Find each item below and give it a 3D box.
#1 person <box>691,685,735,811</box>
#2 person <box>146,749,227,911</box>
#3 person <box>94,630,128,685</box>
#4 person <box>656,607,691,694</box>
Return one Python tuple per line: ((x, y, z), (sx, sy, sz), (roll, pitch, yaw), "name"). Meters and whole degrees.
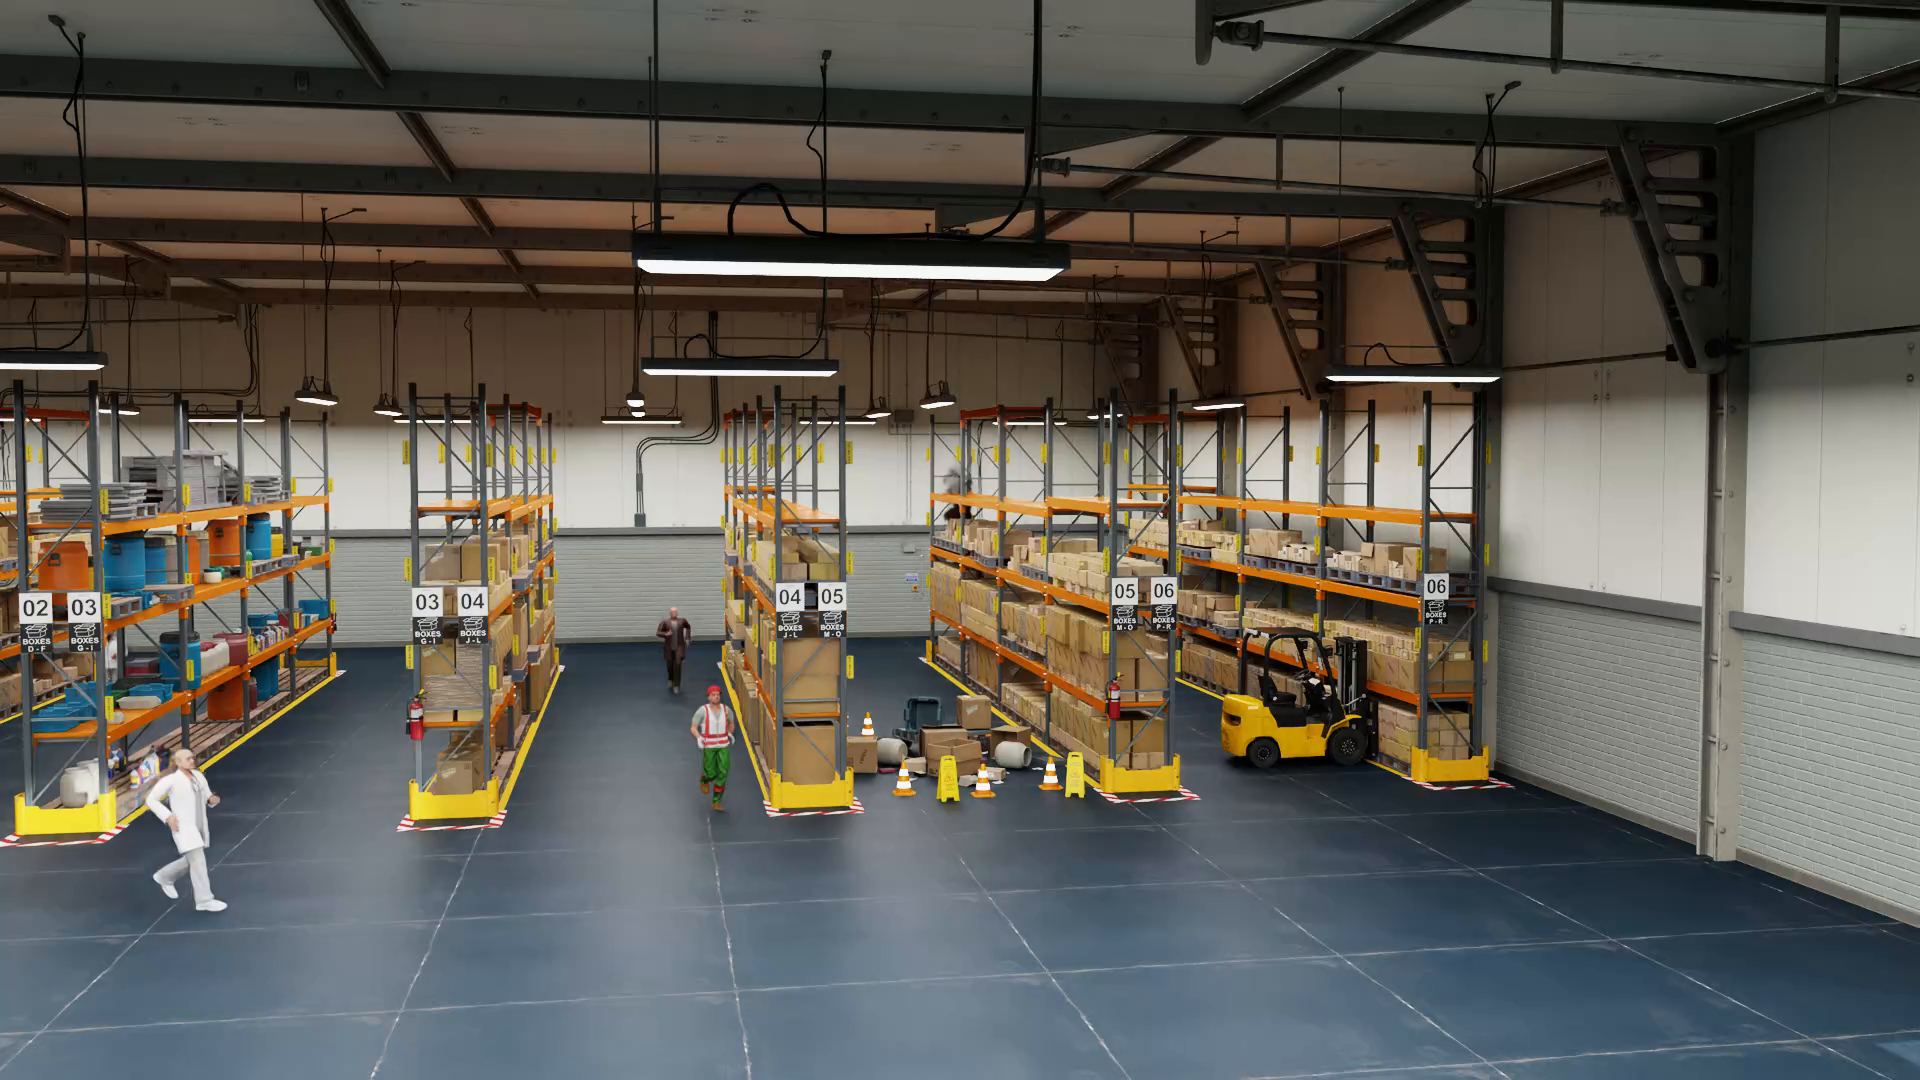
((-3.486, 2.933, 23.636), (0.655, 1.750, 0.718), (-1, 3, -25), "person")
((-8.508, 3.174, 18.302), (1.035, 1.754, 0.713), (1, 3, 15), "person")
((-16.515, 2.495, 32.321), (0.647, 1.812, 0.746), (-1, 3, -21), "person")
((-6.059, 2.303, 35.183), (0.714, 1.798, 1.007), (0, 3, -8), "person")
